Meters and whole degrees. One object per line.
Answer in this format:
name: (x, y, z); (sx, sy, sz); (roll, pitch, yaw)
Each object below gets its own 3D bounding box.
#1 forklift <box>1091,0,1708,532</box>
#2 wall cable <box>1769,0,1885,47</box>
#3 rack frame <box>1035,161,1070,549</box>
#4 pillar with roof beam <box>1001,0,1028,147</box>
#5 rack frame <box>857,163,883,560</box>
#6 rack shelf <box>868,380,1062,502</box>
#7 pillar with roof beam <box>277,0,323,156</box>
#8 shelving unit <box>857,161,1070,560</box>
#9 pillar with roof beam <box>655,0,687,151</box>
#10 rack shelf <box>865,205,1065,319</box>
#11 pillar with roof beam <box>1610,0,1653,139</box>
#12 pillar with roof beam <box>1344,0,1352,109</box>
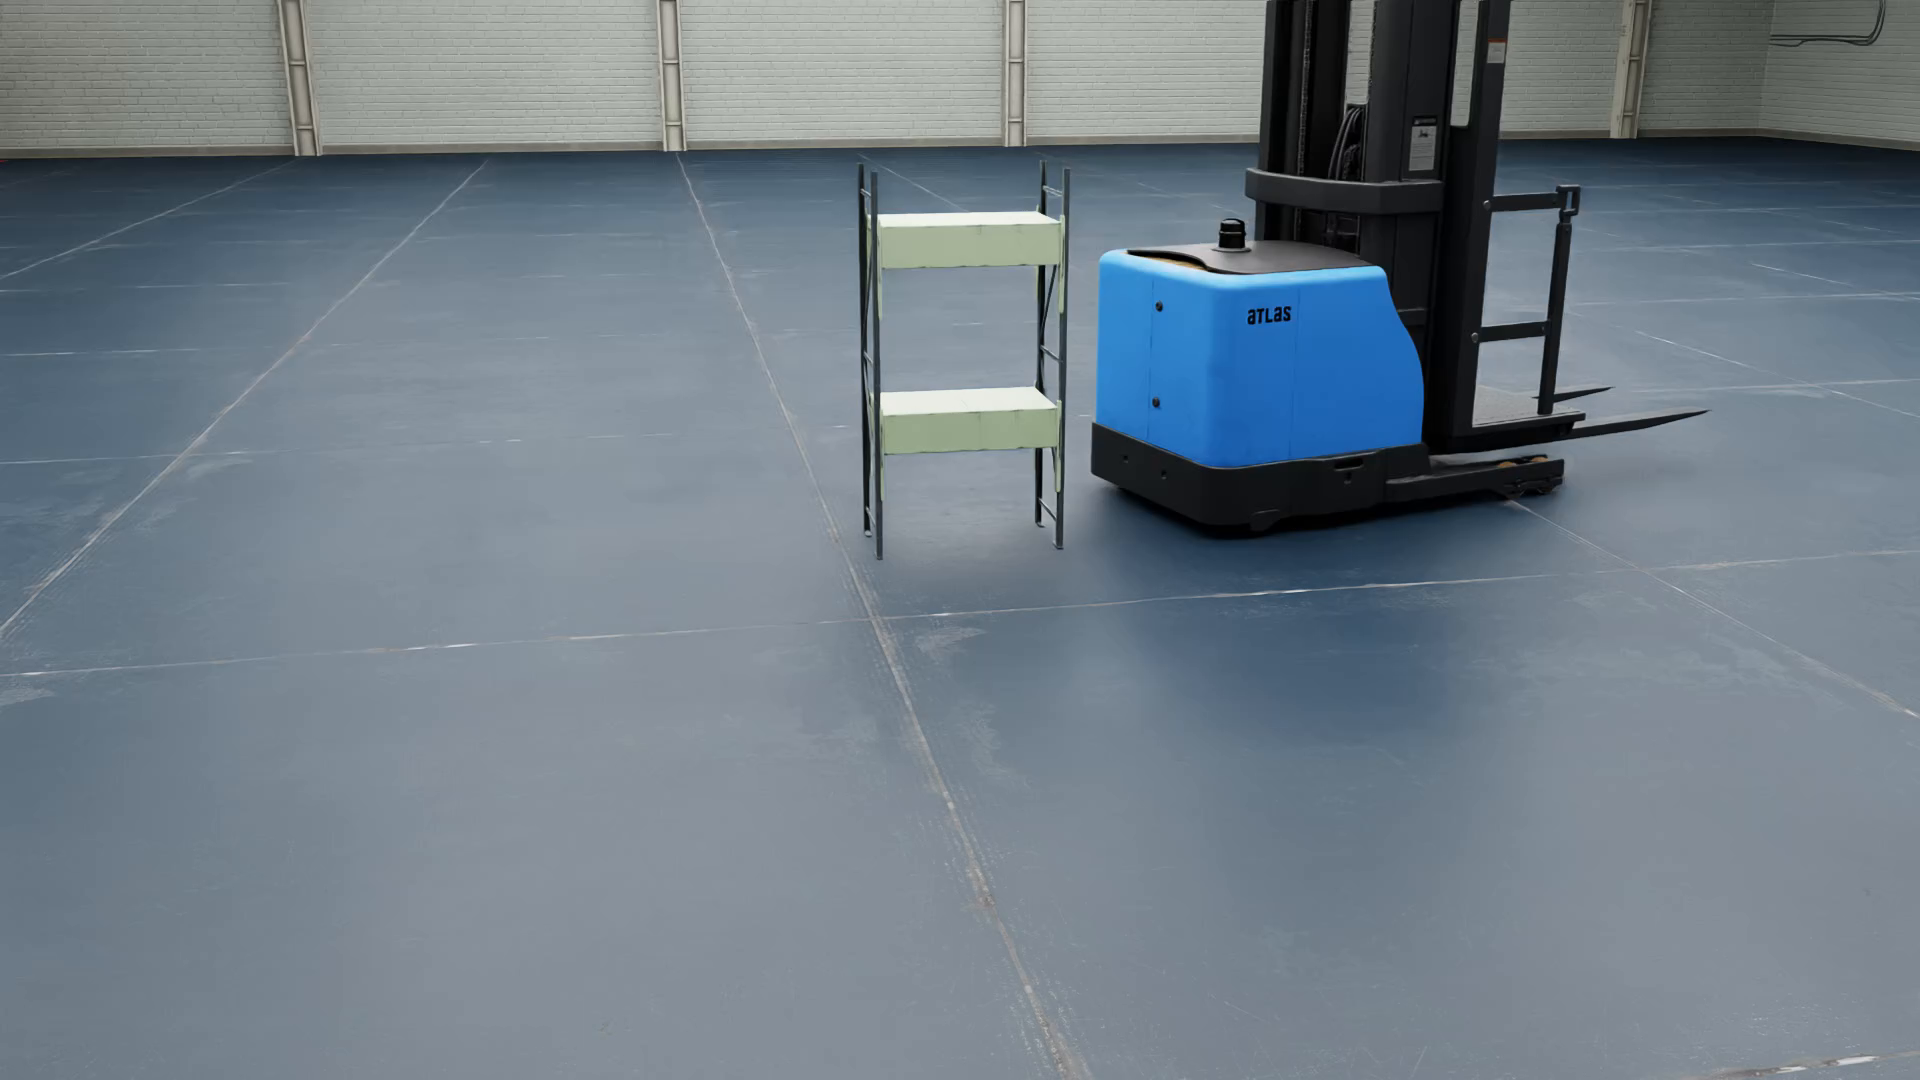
forklift: (2.149, -1.713, 7.396); (3.031, 2.935, 1.130); (-8, 19, -25)
wall cable: (15.892, -10.332, 30.413); (0.112, 2.526, 3.097); (-3, 17, -10)
rack frame: (0.366, -0.738, 6.659); (0.023, 1.500, 0.400); (-3, 17, -10)
pillar with roof beam: (1.783, -10.124, 24.448); (0.400, 9.000, 9.100); (-3, 17, -10)
rack frame: (-0.353, -0.697, 6.526); (0.023, 1.500, 0.400); (-3, 17, -10)
rack shelf: (0.007, -0.406, 6.689); (0.720, 0.370, 0.431); (-3, 17, -10)
pillar with roof beam: (-9.999, -9.456, 22.272); (0.400, 9.000, 9.100); (-3, 17, -10)
shelving unit: (0.007, -0.717, 6.593); (0.755, 1.500, 0.431); (-3, 17, -10)
pillar with roof beam: (-4.108, -9.790, 23.360); (0.400, 9.000, 9.100); (-3, 17, -10)
rack shelf: (0.007, -1.090, 6.478); (0.720, 0.370, 0.431); (-3, 17, -10)
pillar with roof beam: (13.565, -10.793, 26.624); (0.400, 9.000, 9.100); (-3, 17, -10)
pillar with roof beam: (7.674, -10.458, 25.536); (0.400, 9.000, 9.100); (-3, 17, -10)
